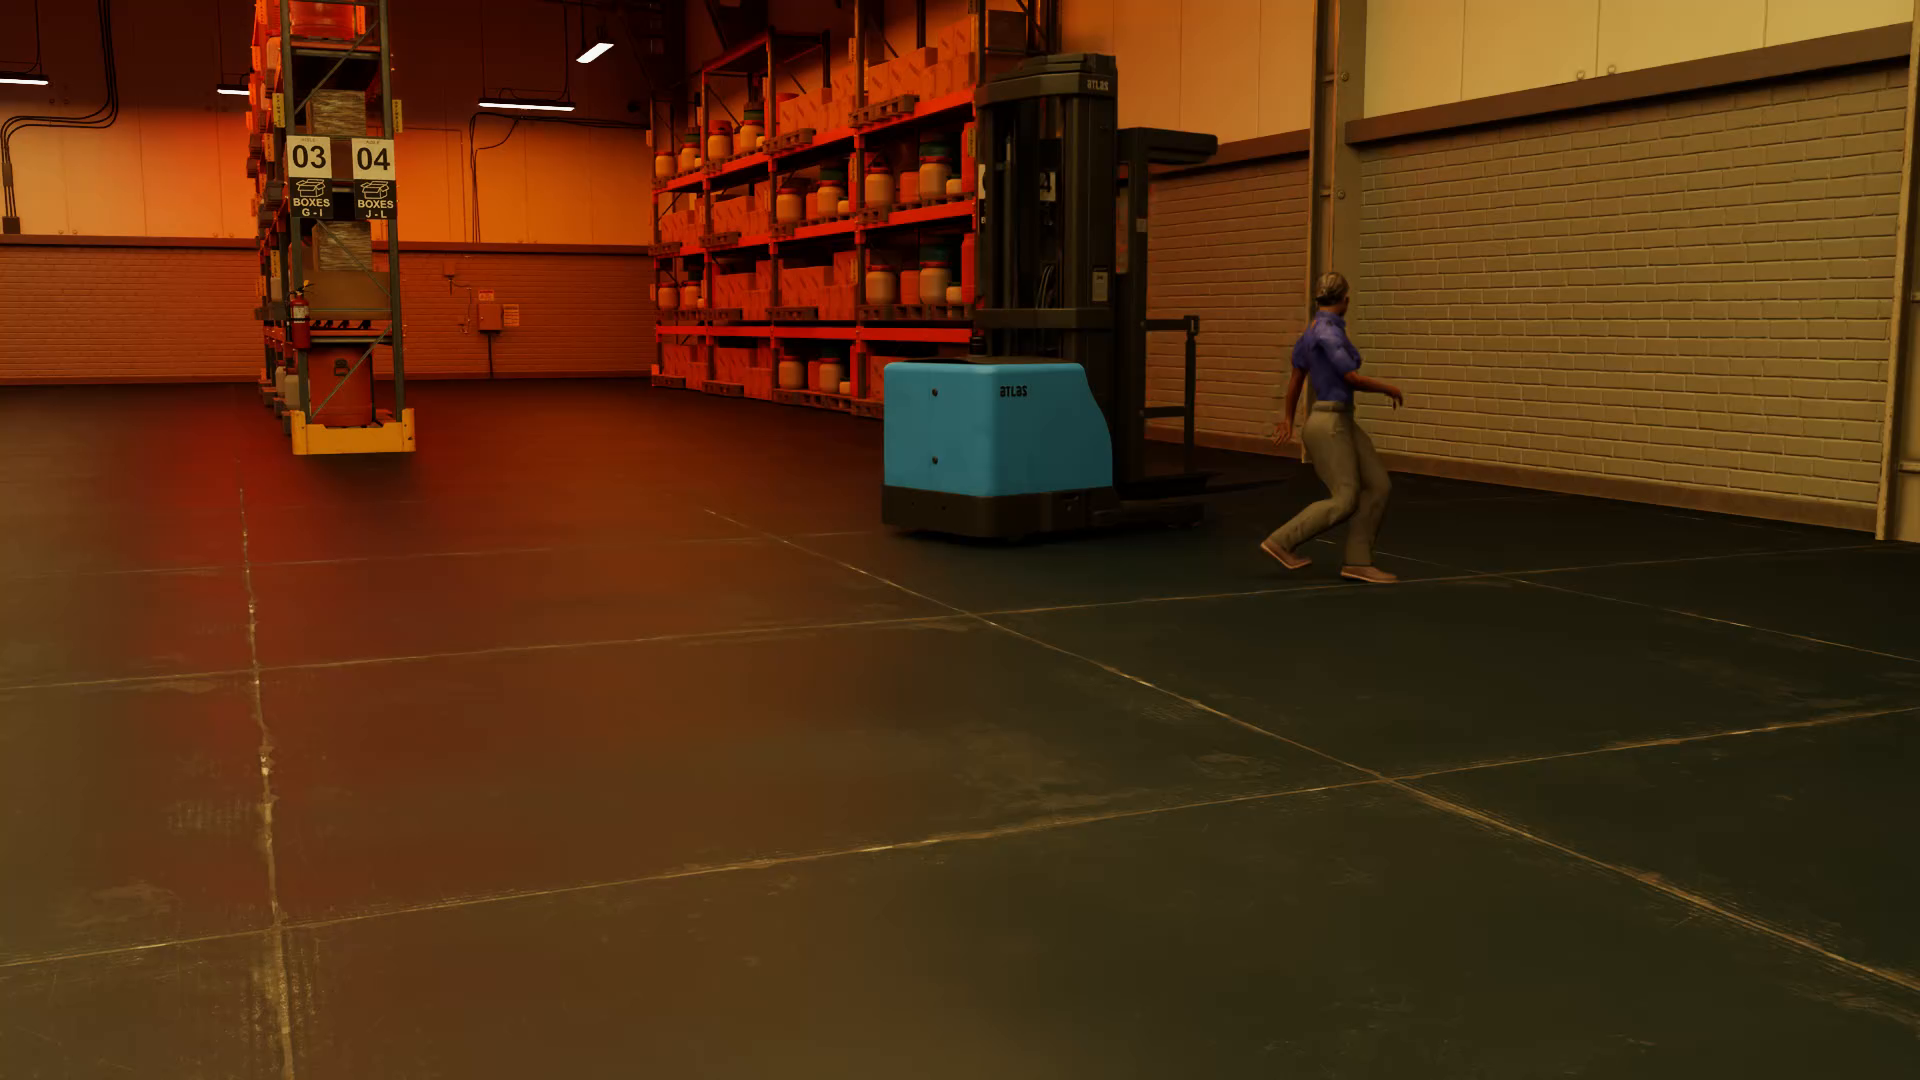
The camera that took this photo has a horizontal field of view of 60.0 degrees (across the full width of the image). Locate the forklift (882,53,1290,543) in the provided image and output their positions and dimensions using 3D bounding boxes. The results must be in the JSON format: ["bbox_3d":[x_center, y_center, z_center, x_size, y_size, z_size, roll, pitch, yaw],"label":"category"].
[{"bbox_3d":[0.960,-1.569,10.841,3.031,2.935,1.130,-6,10,-40],"label":"forklift"}]

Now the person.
[{"bbox_3d":[1.918,-0.575,8.539,0.704,1.589,0.535,3,8,22],"label":"person"}]
